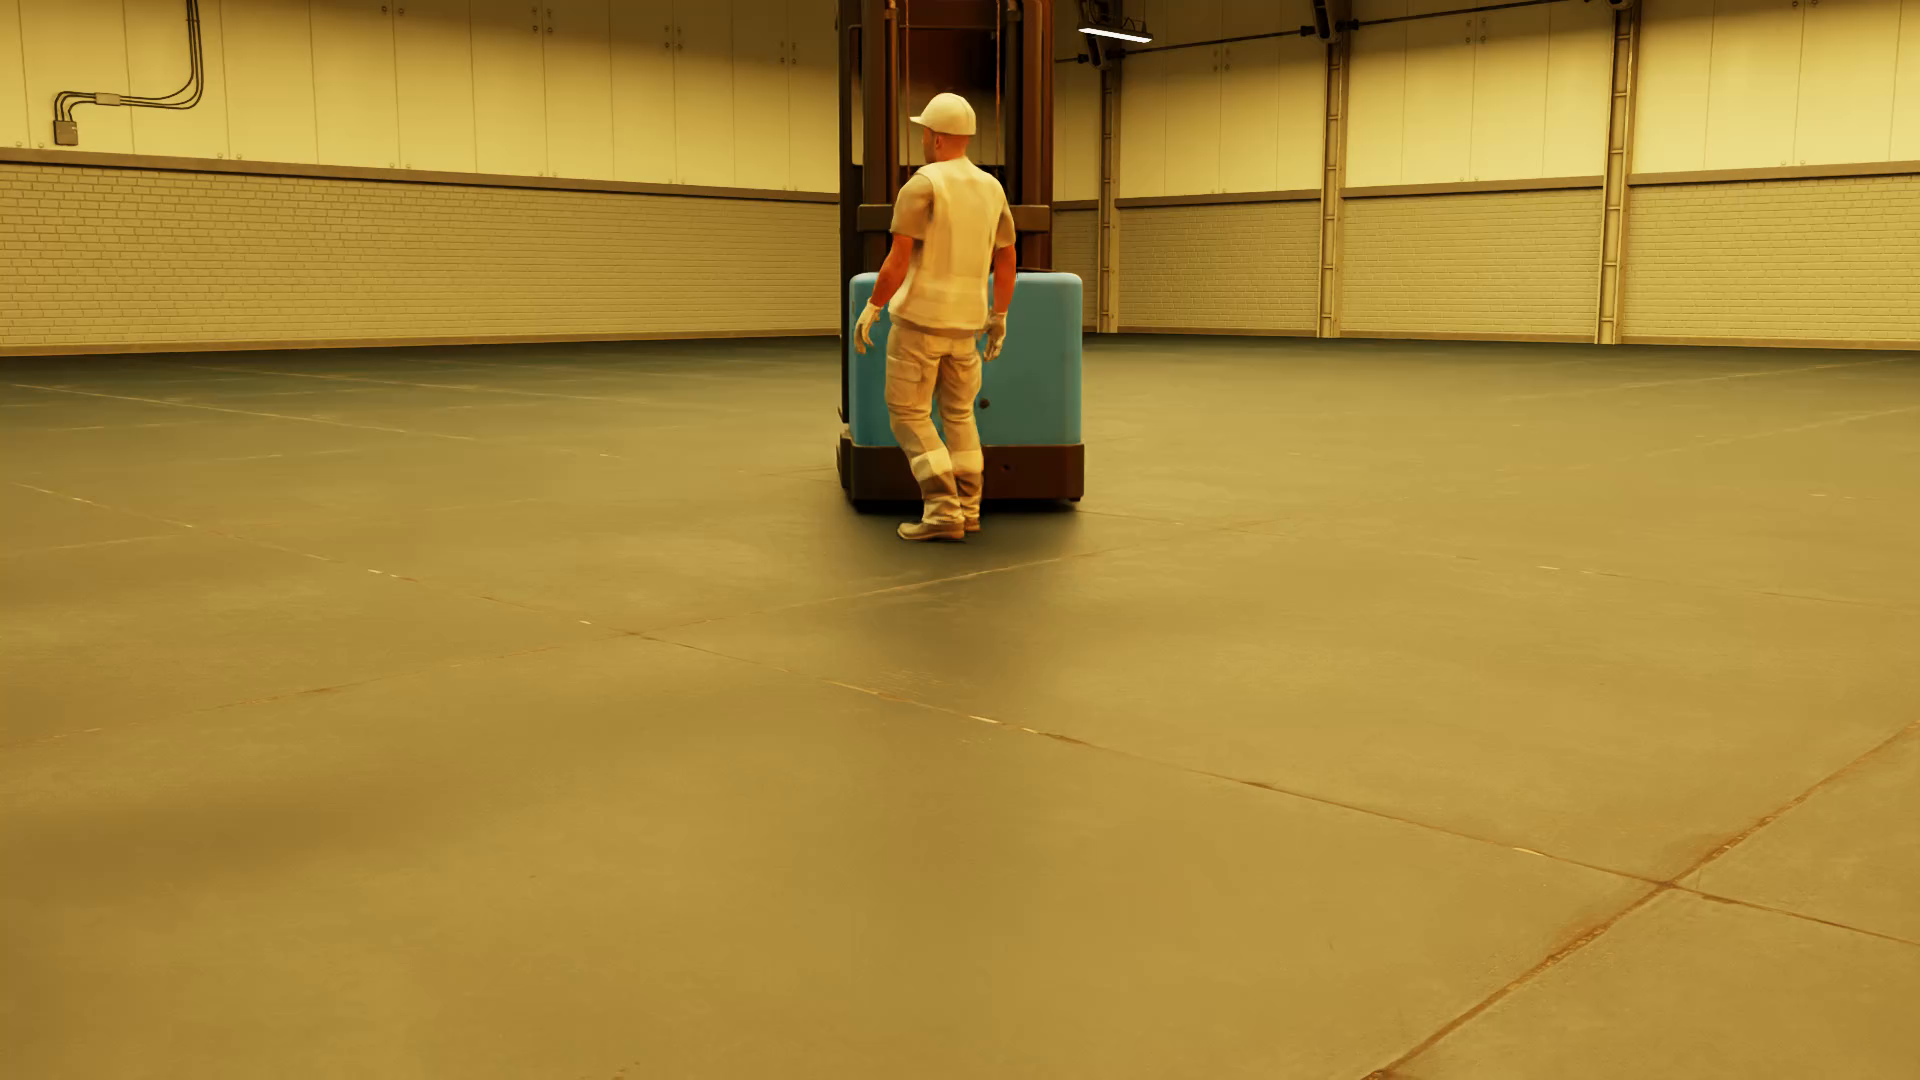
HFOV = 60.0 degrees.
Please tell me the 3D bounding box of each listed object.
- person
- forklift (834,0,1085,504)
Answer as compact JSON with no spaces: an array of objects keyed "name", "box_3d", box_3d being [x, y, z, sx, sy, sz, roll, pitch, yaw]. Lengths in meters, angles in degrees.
[{"name":"person","box_3d":[-0.121,-0.875,6.678,0.710,1.763,0.576,-7,11,-41]},{"name":"forklift","box_3d":[-0.095,-1.784,8.723,1.130,2.935,3.031,-1,9,-5]}]
